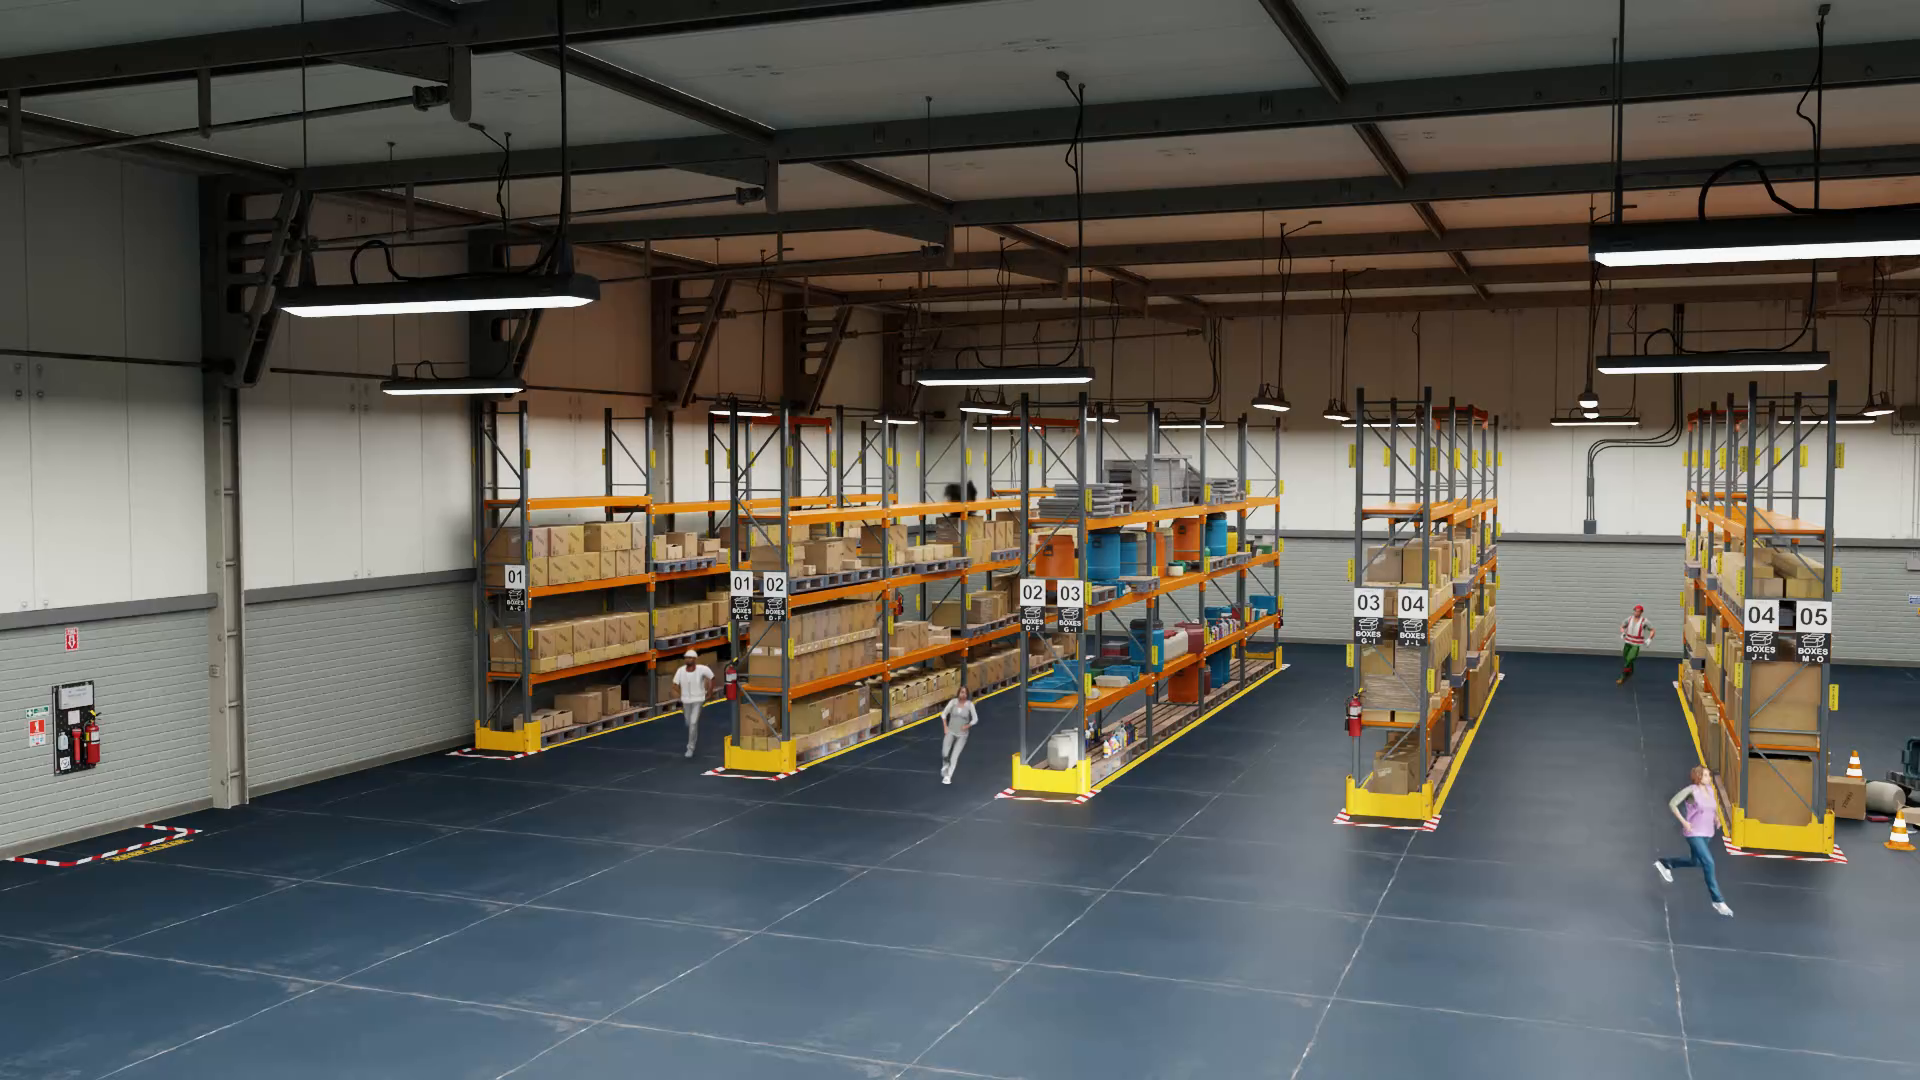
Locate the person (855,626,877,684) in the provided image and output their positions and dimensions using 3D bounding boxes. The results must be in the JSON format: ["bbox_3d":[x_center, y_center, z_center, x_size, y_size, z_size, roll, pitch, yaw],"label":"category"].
[{"bbox_3d":[-1.950,2.225,34.025,0.638,1.769,0.835,1,3,19],"label":"person"}]

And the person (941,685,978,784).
[{"bbox_3d":[-0.019,2.998,25.621,0.588,1.524,0.478,0,3,7],"label":"person"}]

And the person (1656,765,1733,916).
[{"bbox_3d":[8.251,3.314,18.658,0.508,1.600,1.019,-2,3,-31],"label":"person"}]

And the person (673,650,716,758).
[{"bbox_3d":[-4.521,2.740,28.222,0.709,1.767,0.993,1,3,11],"label":"person"}]

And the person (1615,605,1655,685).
[{"bbox_3d":[14.954,2.310,36.882,0.987,1.753,0.716,-3,4,-42],"label":"person"}]
